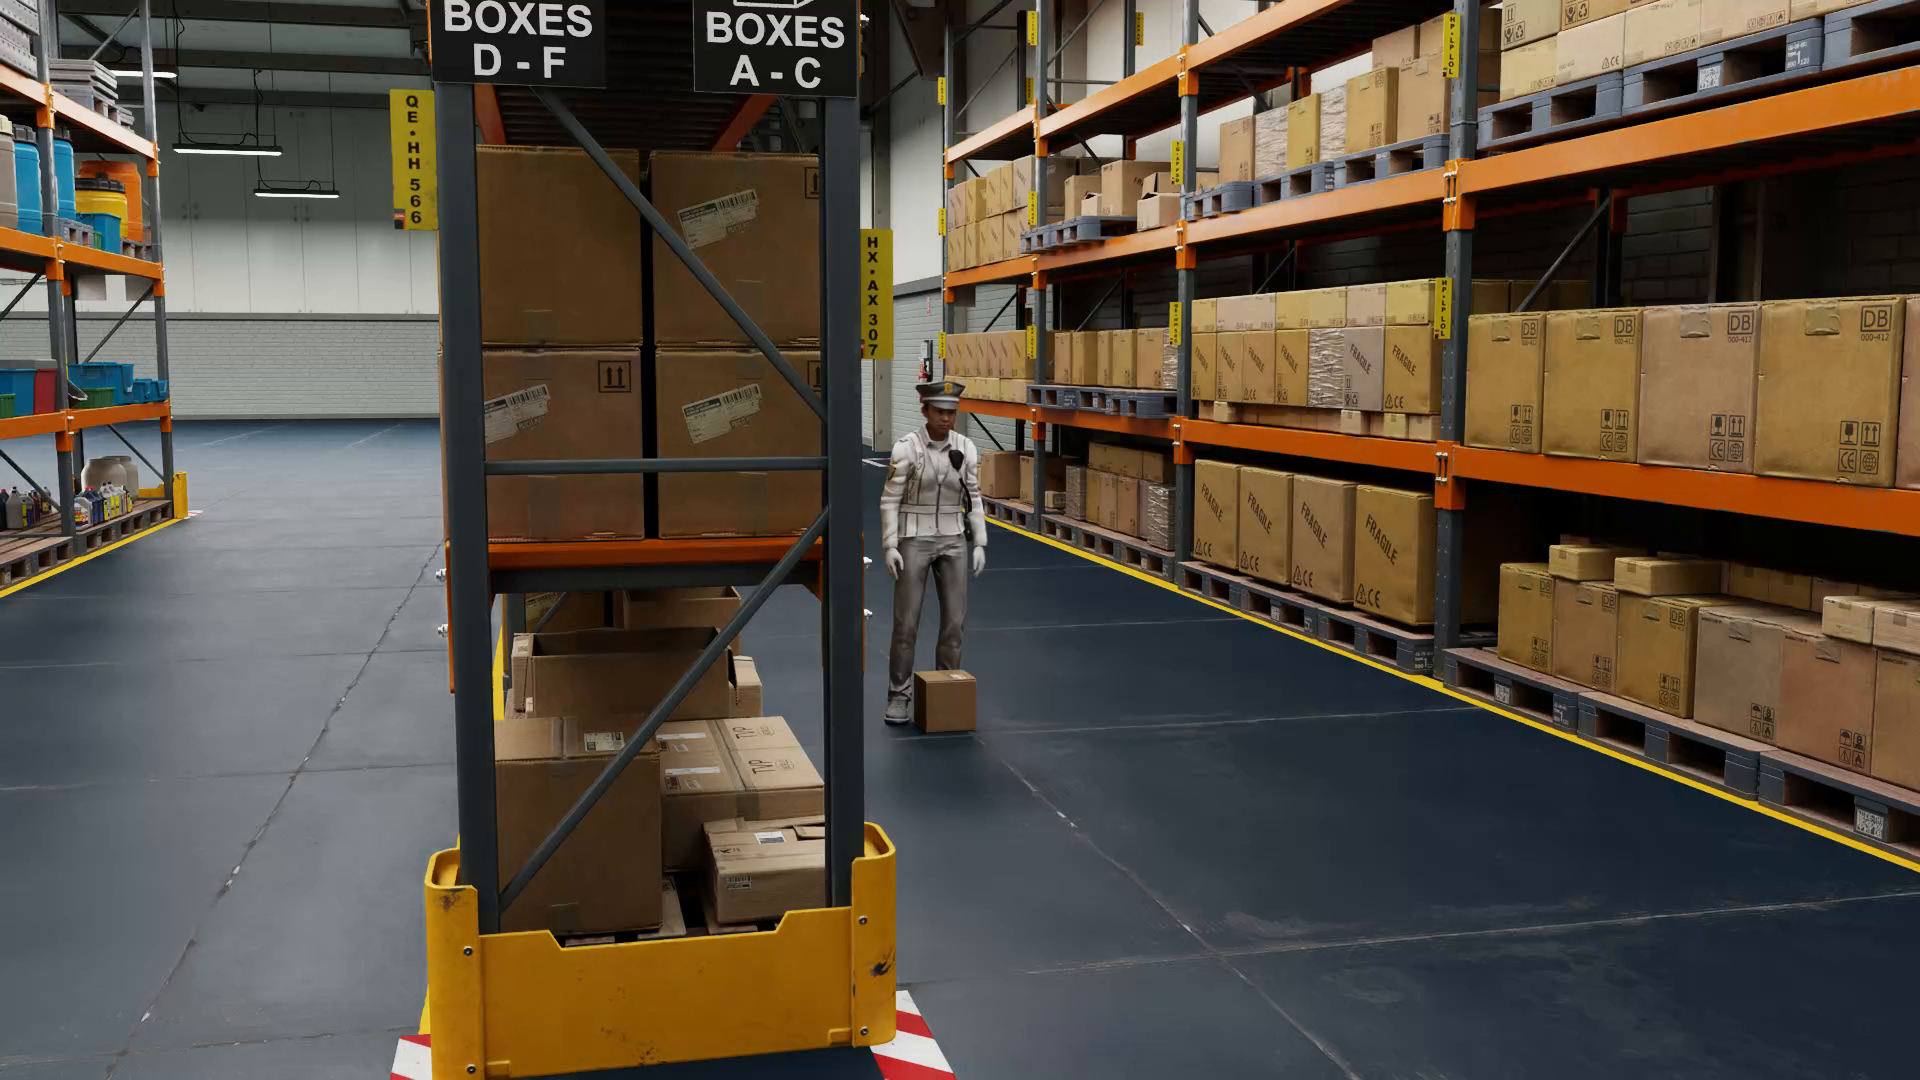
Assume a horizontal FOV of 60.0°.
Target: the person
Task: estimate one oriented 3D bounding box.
[{"bbox_3d":[-0.124,0.051,8.184,0.546,1.667,0.407,-2,6,-16],"label":"person"}]
